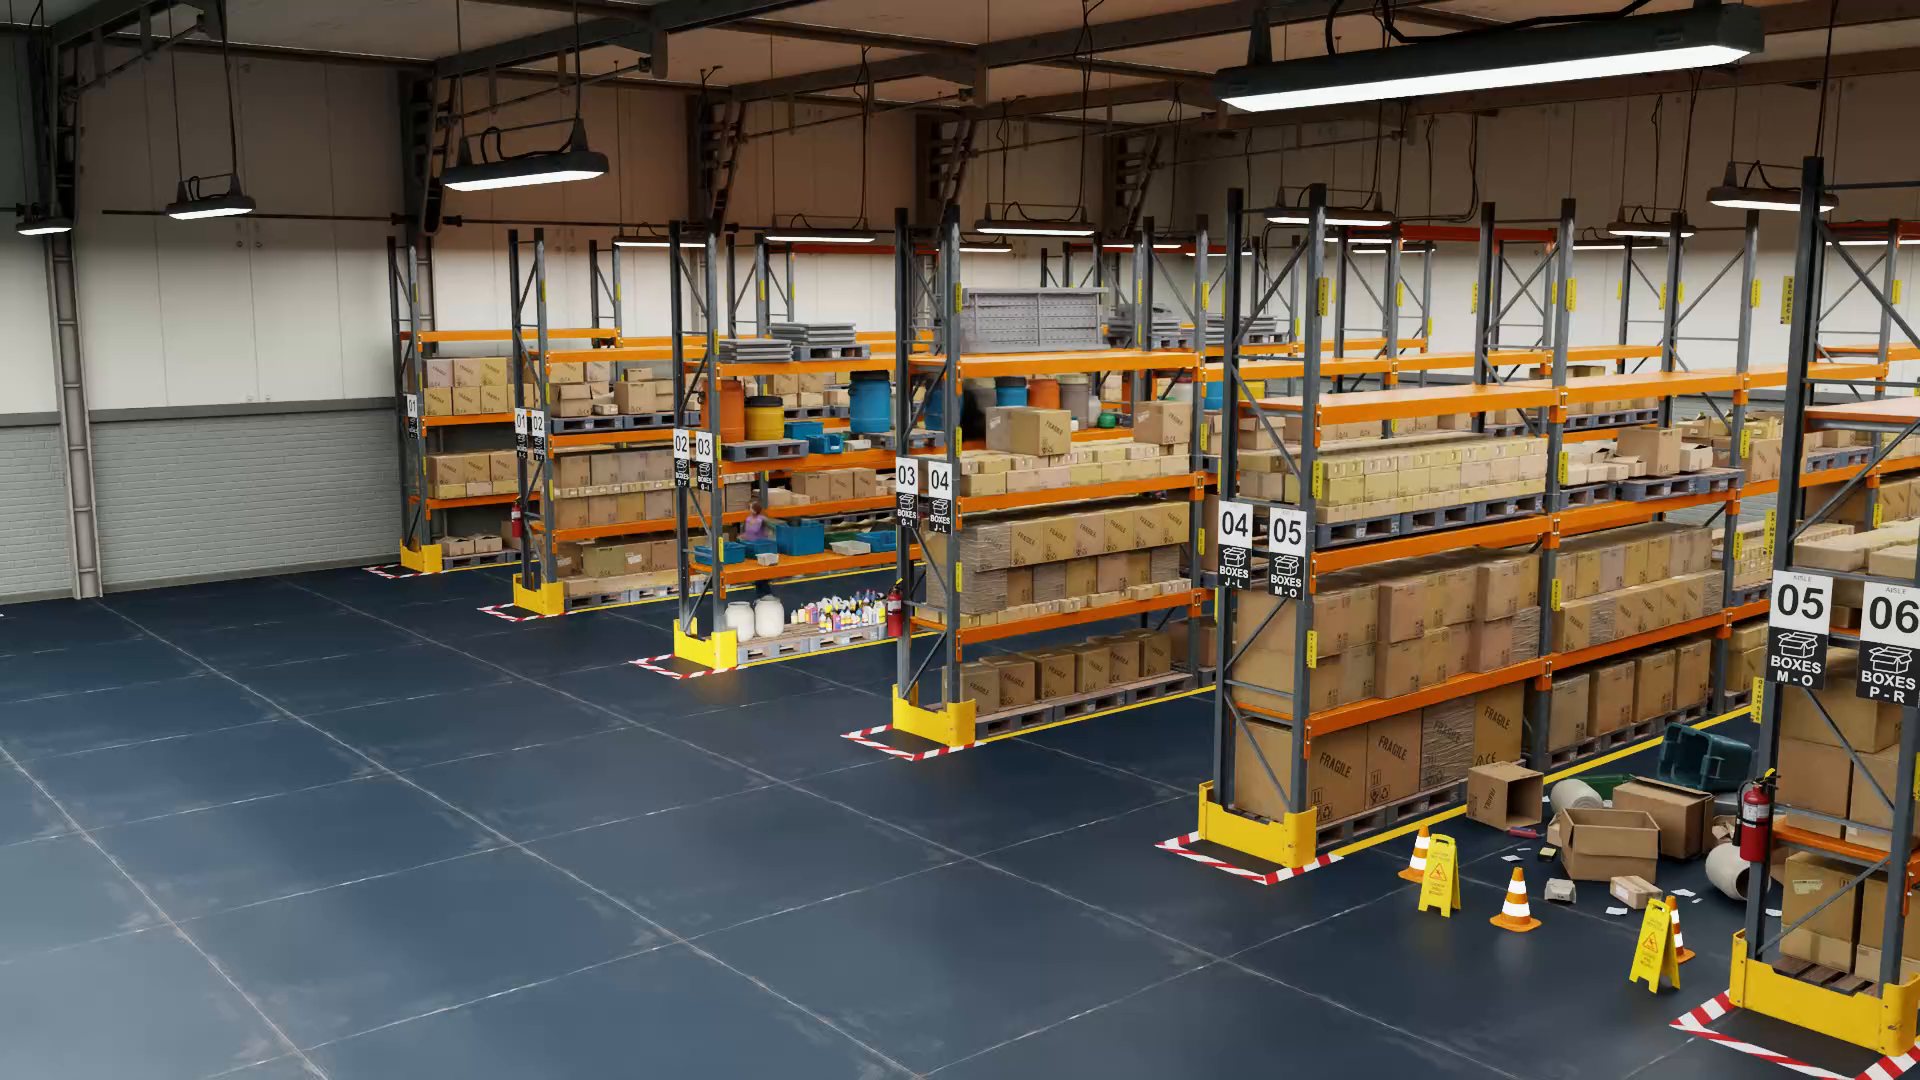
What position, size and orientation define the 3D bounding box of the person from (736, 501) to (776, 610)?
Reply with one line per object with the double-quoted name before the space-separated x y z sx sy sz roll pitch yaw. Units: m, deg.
"person" -3.101 0.231 25.306 0.490 1.673 0.699 7 11 39
